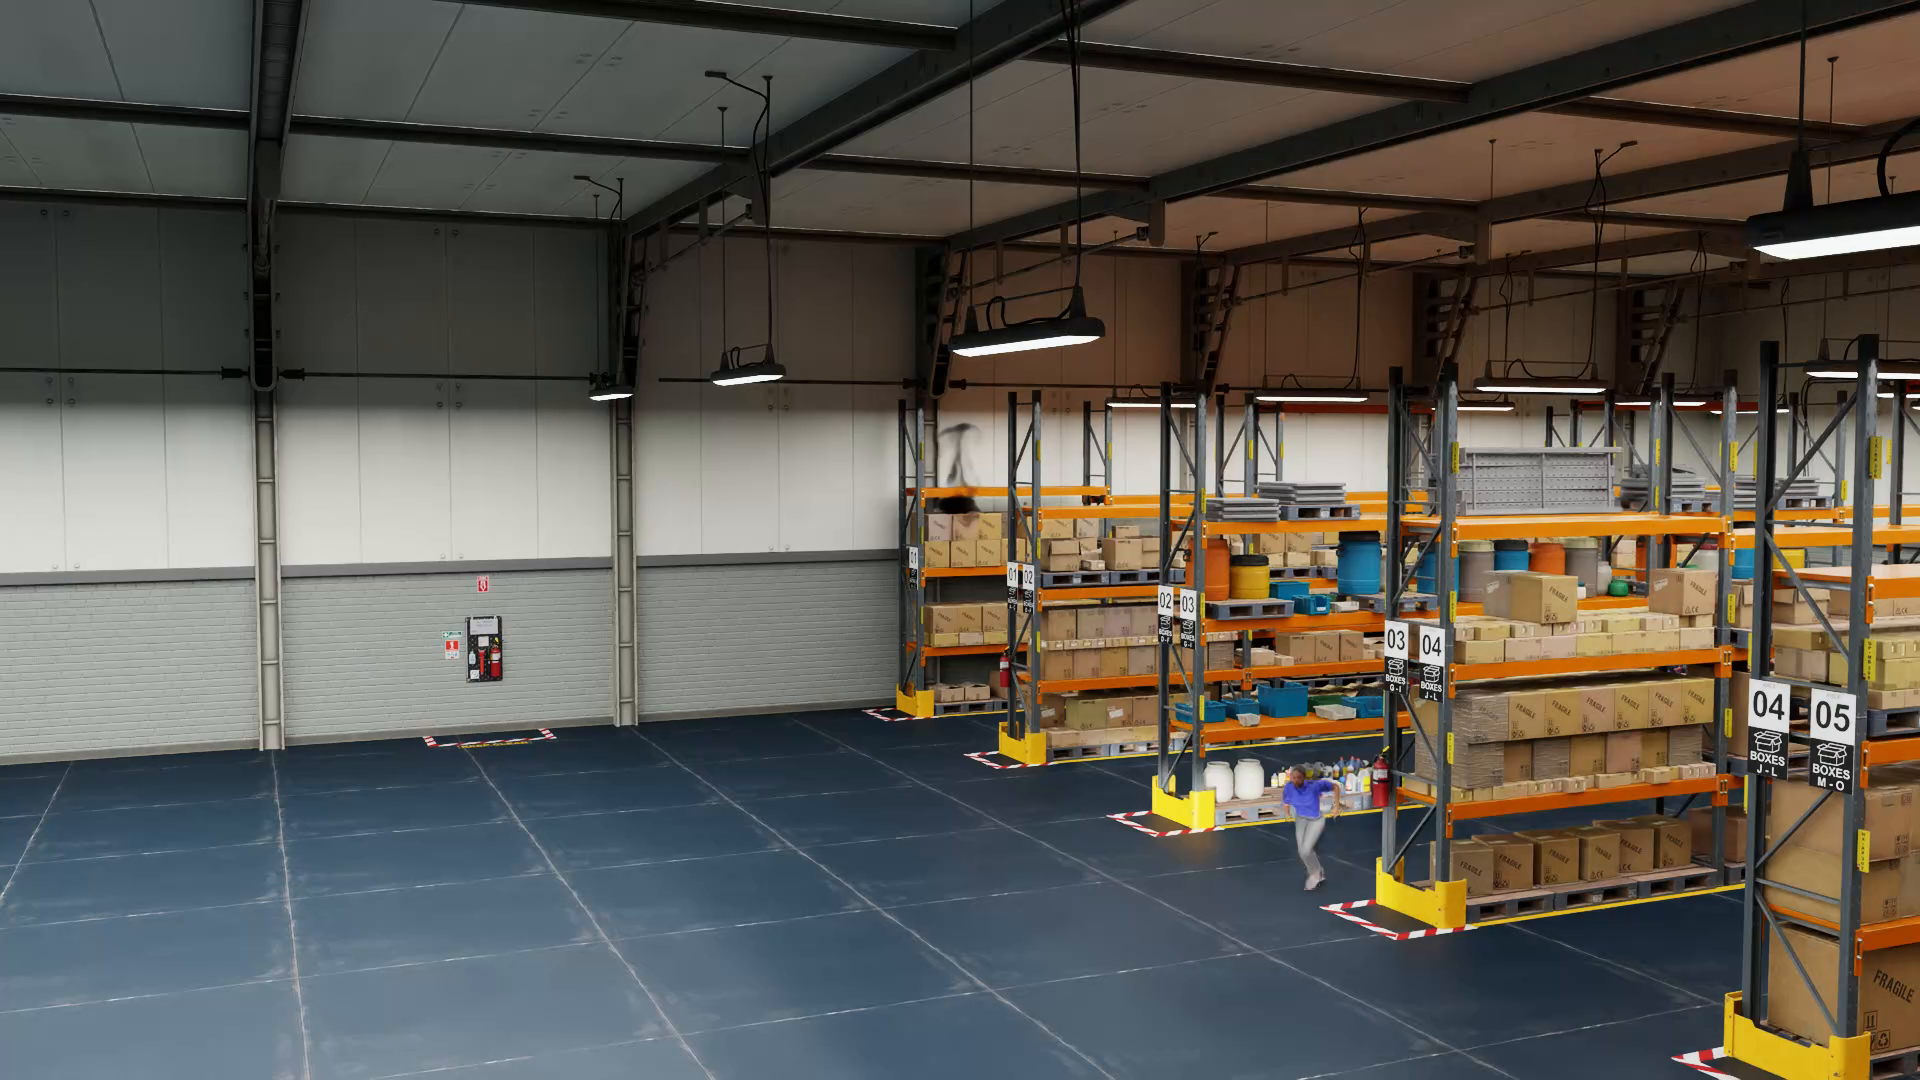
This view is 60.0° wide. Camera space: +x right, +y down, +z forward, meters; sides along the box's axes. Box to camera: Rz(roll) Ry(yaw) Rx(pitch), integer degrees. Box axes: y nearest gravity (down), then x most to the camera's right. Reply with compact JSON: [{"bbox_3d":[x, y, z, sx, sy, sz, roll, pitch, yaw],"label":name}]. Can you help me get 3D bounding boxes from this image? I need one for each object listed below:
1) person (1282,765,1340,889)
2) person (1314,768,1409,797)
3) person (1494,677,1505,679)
[{"bbox_3d":[4.026,3.286,19.078,0.608,1.498,0.907,2,4,36],"label":"person"},{"bbox_3d":[15.036,2.031,24.905,21.253,3.394,18.572,0,3,4],"label":"person"},{"bbox_3d":[16.738,3.081,21.661,7.154,1.618,19.947,-2,4,-32],"label":"person"}]
